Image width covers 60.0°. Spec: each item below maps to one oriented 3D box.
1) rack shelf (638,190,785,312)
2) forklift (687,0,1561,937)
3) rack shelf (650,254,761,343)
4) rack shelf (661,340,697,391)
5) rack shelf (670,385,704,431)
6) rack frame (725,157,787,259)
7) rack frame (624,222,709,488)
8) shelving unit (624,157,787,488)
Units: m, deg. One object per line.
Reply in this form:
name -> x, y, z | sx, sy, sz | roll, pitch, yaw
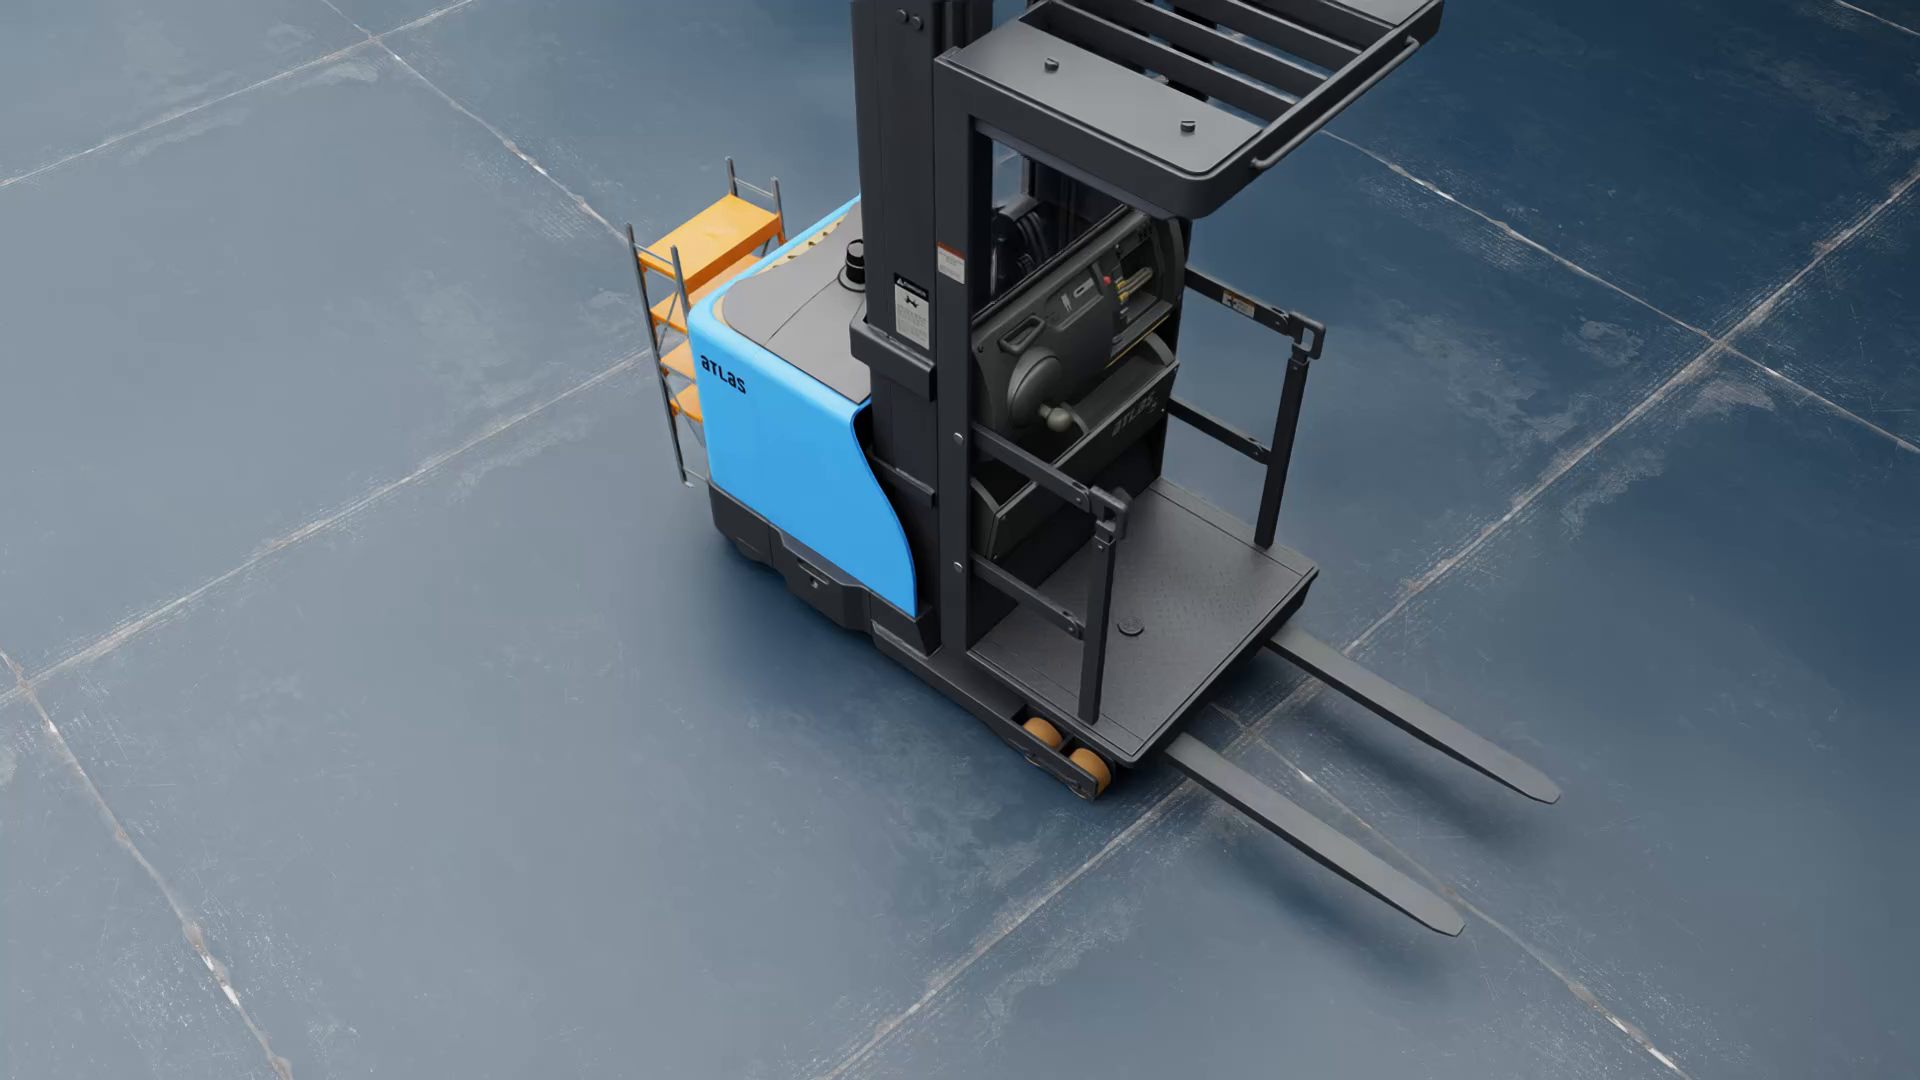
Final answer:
rack shelf -> -0.872, -1.013, 5.825 | 0.258, 0.148, 0.480 | 28, 53, 27
forklift -> 0.524, -0.590, 4.800 | 3.031, 2.935, 1.130 | 32, 55, 26
rack shelf -> -0.863, -0.847, 5.993 | 0.258, 0.148, 0.480 | 28, 53, 27
rack shelf -> -0.853, -0.690, 6.152 | 0.258, 0.148, 0.480 | 28, 53, 27
rack shelf -> -0.845, -0.551, 6.294 | 0.258, 0.148, 0.480 | 28, 53, 27
rack frame -> -0.704, -0.877, 6.234 | 0.240, 1.200, 0.015 | 28, 53, 27
rack frame -> -1.008, -0.597, 5.975 | 0.240, 1.200, 0.015 | 28, 53, 27
shelving unit -> -0.856, -0.737, 6.105 | 0.258, 1.200, 0.503 | 28, 53, 27
